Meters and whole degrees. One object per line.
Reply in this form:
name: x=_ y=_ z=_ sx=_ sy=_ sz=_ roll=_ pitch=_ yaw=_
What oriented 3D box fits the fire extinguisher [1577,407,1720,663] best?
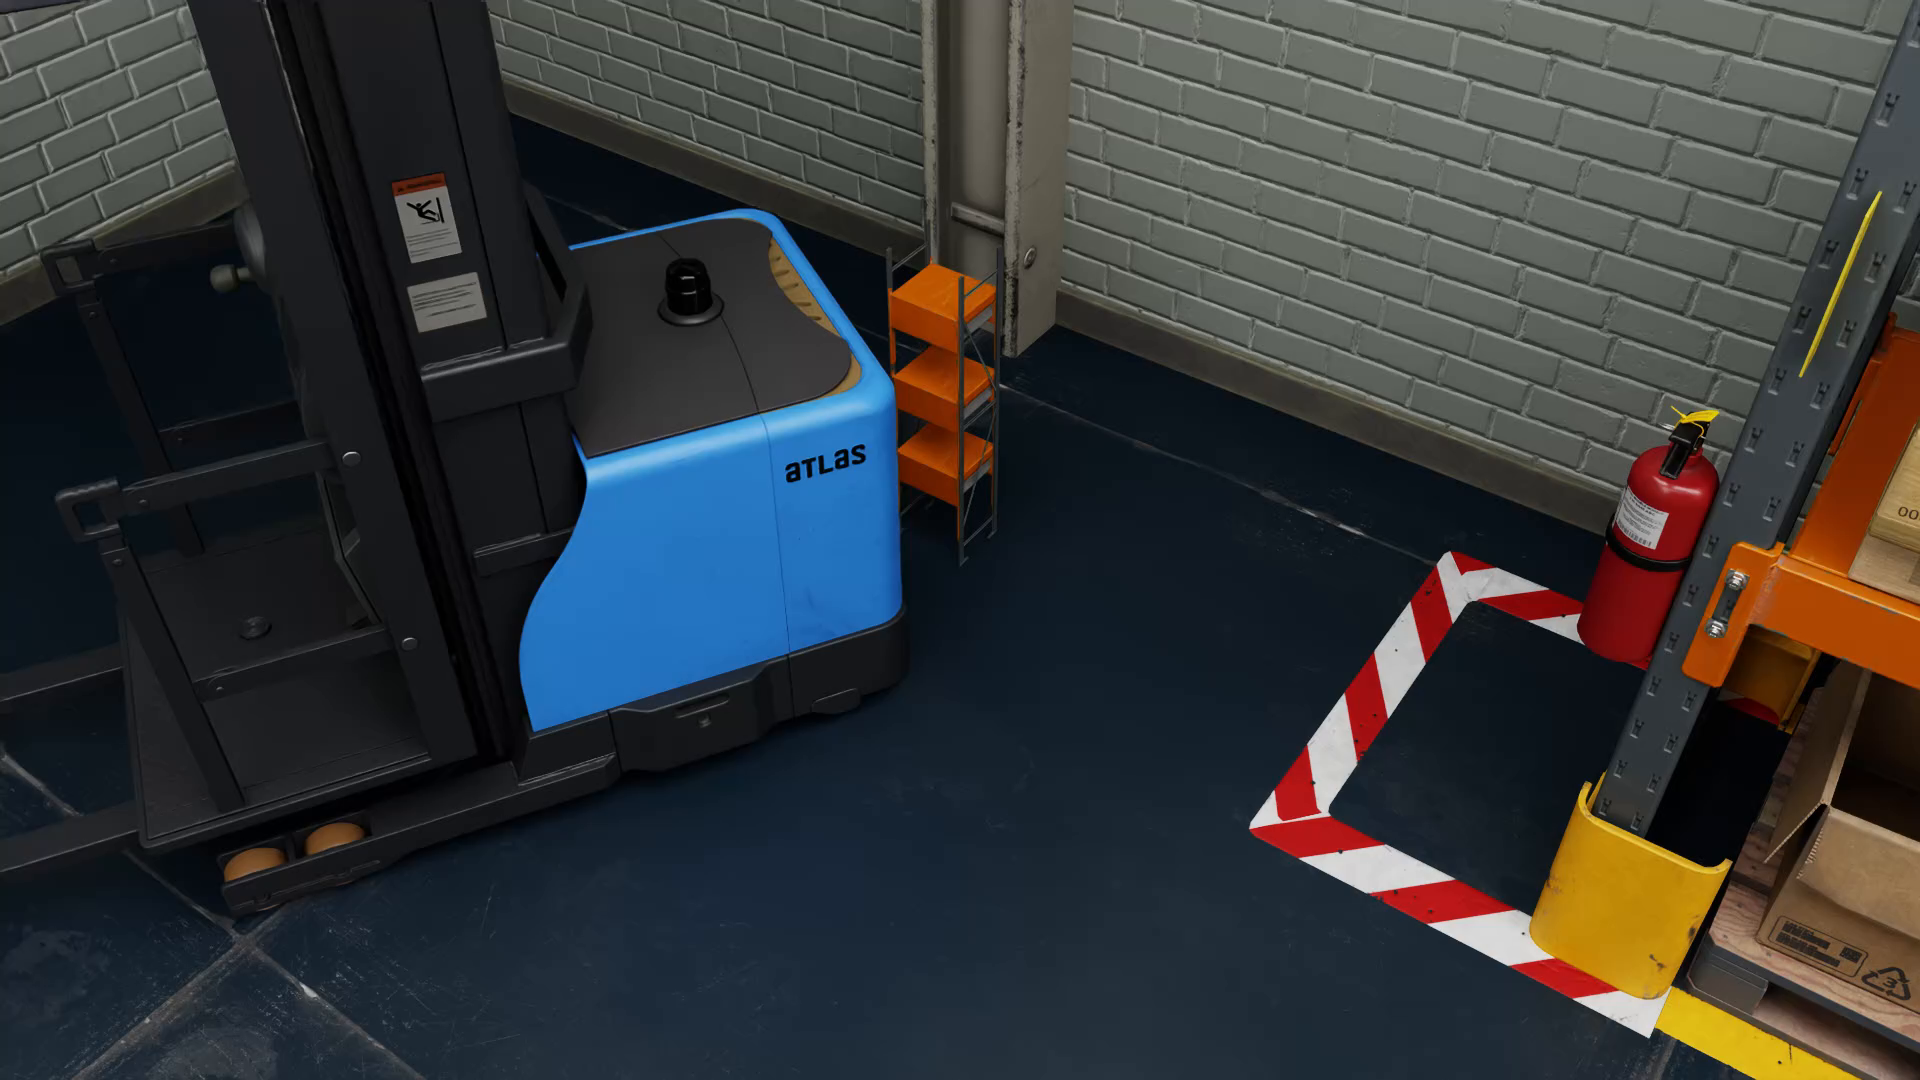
fire extinguisher: x=1.425 y=-0.042 z=3.385 sx=0.183 sy=0.674 sz=0.296 roll=25 pitch=48 yaw=25

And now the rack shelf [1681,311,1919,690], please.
rack shelf: x=3.448 y=0.628 z=2.838 sx=4.000 sy=0.370 sz=1.077 roll=25 pitch=48 yaw=25

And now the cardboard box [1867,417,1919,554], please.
cardboard box: x=2.027 y=-0.140 z=3.046 sx=0.500 sy=0.250 sz=0.500 roll=25 pitch=48 yaw=26

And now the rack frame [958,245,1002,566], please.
rack frame: x=0.056 y=-0.365 z=4.871 sx=0.008 sy=1.050 sz=0.200 roll=25 pitch=48 yaw=25

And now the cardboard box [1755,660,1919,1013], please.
cardboard box: x=2.257 y=0.654 z=3.826 sx=0.637 sy=0.503 sz=0.797 roll=23 pitch=47 yaw=24

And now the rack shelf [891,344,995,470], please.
rack shelf: x=-0.044 y=-0.404 z=4.930 sx=0.240 sy=0.259 sz=0.215 roll=25 pitch=48 yaw=25

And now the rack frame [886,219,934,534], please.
rack frame: x=-0.144 y=-0.458 z=4.975 sx=0.008 sy=1.050 sz=0.200 roll=25 pitch=48 yaw=25

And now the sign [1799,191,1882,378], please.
sign: x=1.499 y=-0.432 z=2.834 sx=0.005 sy=0.325 sz=0.100 roll=25 pitch=48 yaw=25

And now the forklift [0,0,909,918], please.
forklift: x=-1.708 y=-0.559 z=3.676 sx=3.031 sy=2.935 sz=1.130 roll=-17 pitch=44 yaw=-18

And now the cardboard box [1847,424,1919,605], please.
cardboard box: x=1.922 y=-0.036 z=3.229 sx=0.250 sy=0.149 sz=0.380 roll=25 pitch=47 yaw=25

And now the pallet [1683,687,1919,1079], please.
pallet: x=2.526 y=0.968 z=4.010 sx=1.213 sy=0.211 sz=1.003 roll=25 pitch=48 yaw=25

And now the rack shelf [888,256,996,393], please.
rack shelf: x=-0.044 y=-0.615 z=4.741 sx=0.240 sy=0.259 sz=0.215 roll=25 pitch=48 yaw=25

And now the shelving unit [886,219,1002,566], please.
shelving unit: x=-0.044 y=-0.412 z=4.923 sx=0.252 sy=1.050 sz=0.215 roll=25 pitch=48 yaw=25

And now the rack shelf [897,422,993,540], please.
rack shelf: x=-0.044 y=-0.197 z=5.115 sx=0.240 sy=0.259 sz=0.215 roll=25 pitch=48 yaw=25

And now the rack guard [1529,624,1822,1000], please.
rack guard: x=1.873 y=0.555 z=4.255 sx=0.348 sy=0.500 sz=1.175 roll=25 pitch=48 yaw=25

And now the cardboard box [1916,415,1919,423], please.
cardboard box: x=2.236 y=-0.331 z=3.559 sx=0.250 sy=0.149 sz=0.380 roll=25 pitch=47 yaw=25

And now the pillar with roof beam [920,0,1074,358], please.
pillar with roof beam: x=-2.352 y=-1.815 z=0.530 sx=0.400 sy=9.000 sz=9.100 roll=25 pitch=48 yaw=25

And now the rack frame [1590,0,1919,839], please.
rack frame: x=1.810 y=-0.405 z=3.454 sx=0.127 sy=3.000 sz=1.000 roll=25 pitch=48 yaw=25
